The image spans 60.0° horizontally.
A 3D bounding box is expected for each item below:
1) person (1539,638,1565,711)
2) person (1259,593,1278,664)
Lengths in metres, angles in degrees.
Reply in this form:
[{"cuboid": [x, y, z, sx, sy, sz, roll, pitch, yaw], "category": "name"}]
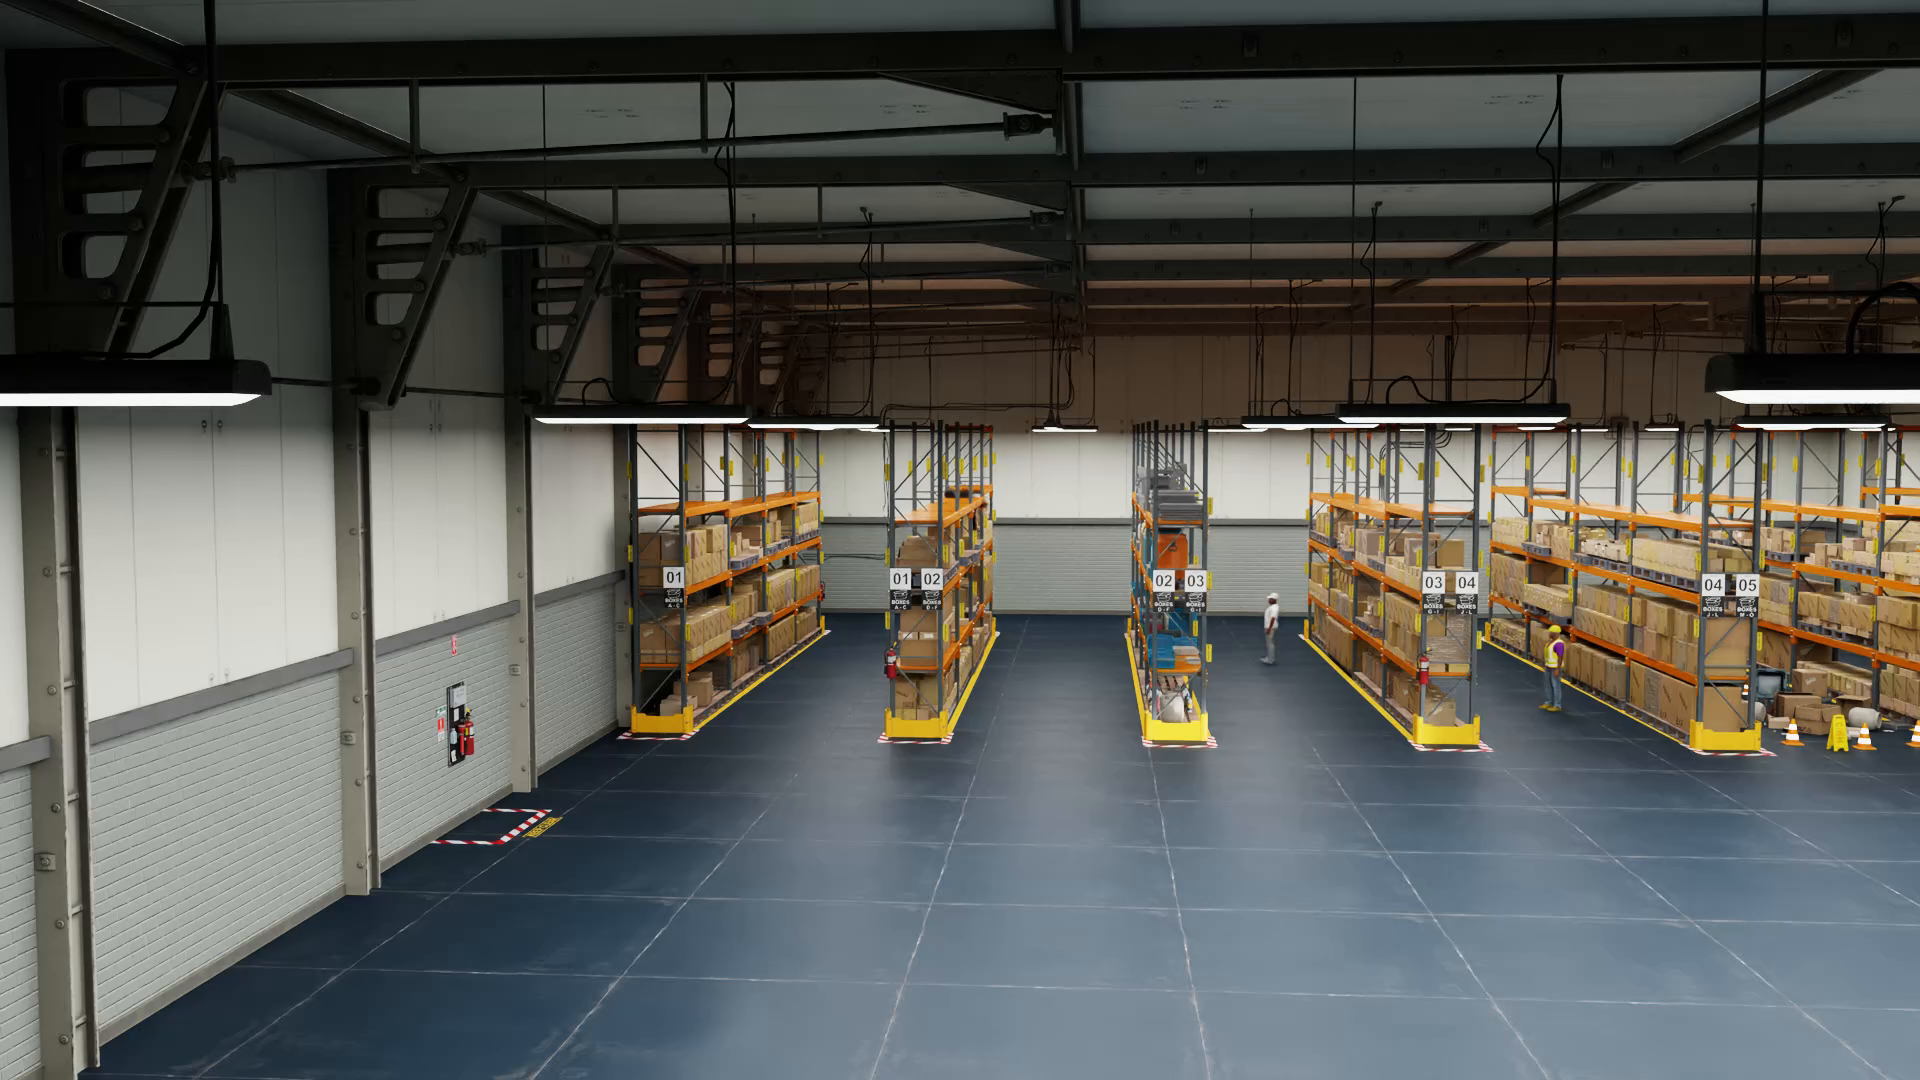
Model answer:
[{"cuboid": [12.284, 2.774, 34.460, 0.418, 1.518, 0.585, -1, 4, -10], "category": "person"}, {"cuboid": [12.329, 2.645, 34.726, 14.371, 1.769, 10.027, 1, 4, 22], "category": "person"}]
